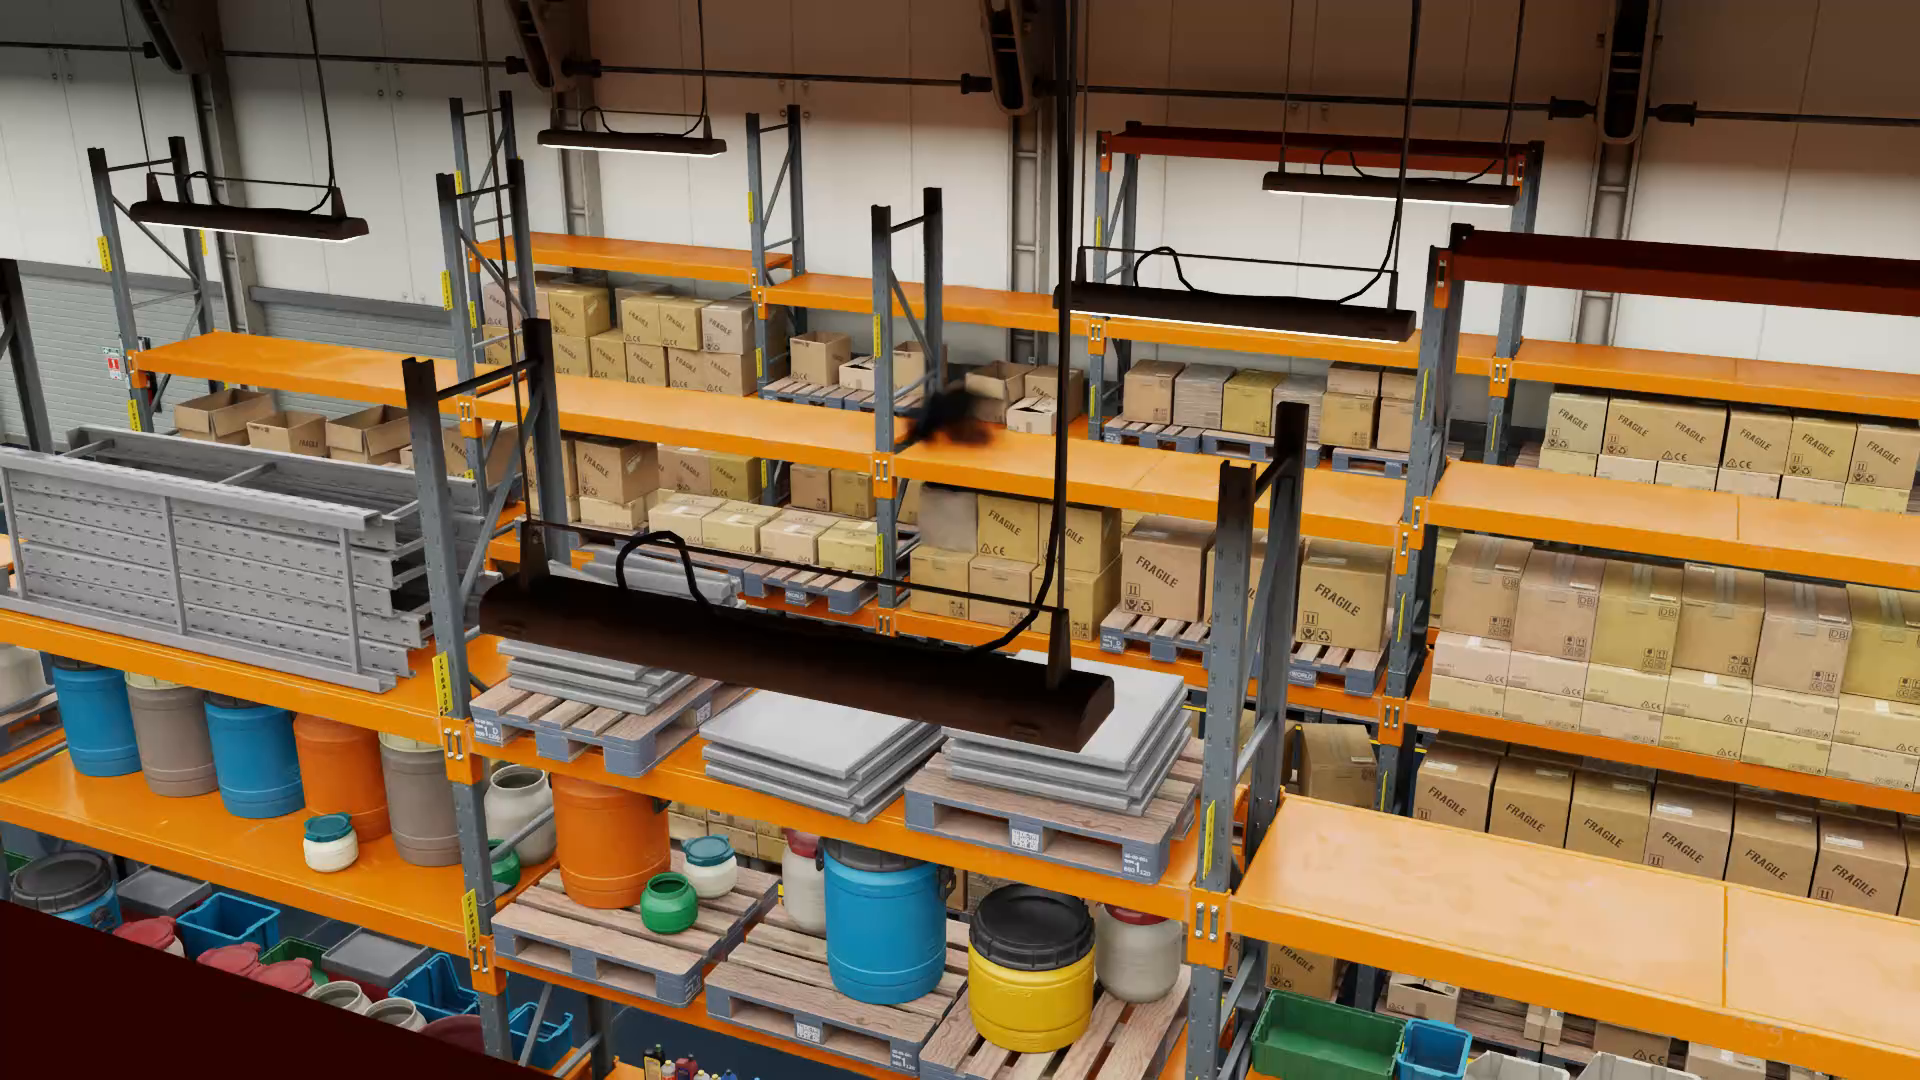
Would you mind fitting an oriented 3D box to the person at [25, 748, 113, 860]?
[{"bbox_3d":[-7.831,2.155,14.472,0.934,1.766,0.709,4,21,11],"label":"person"}]
